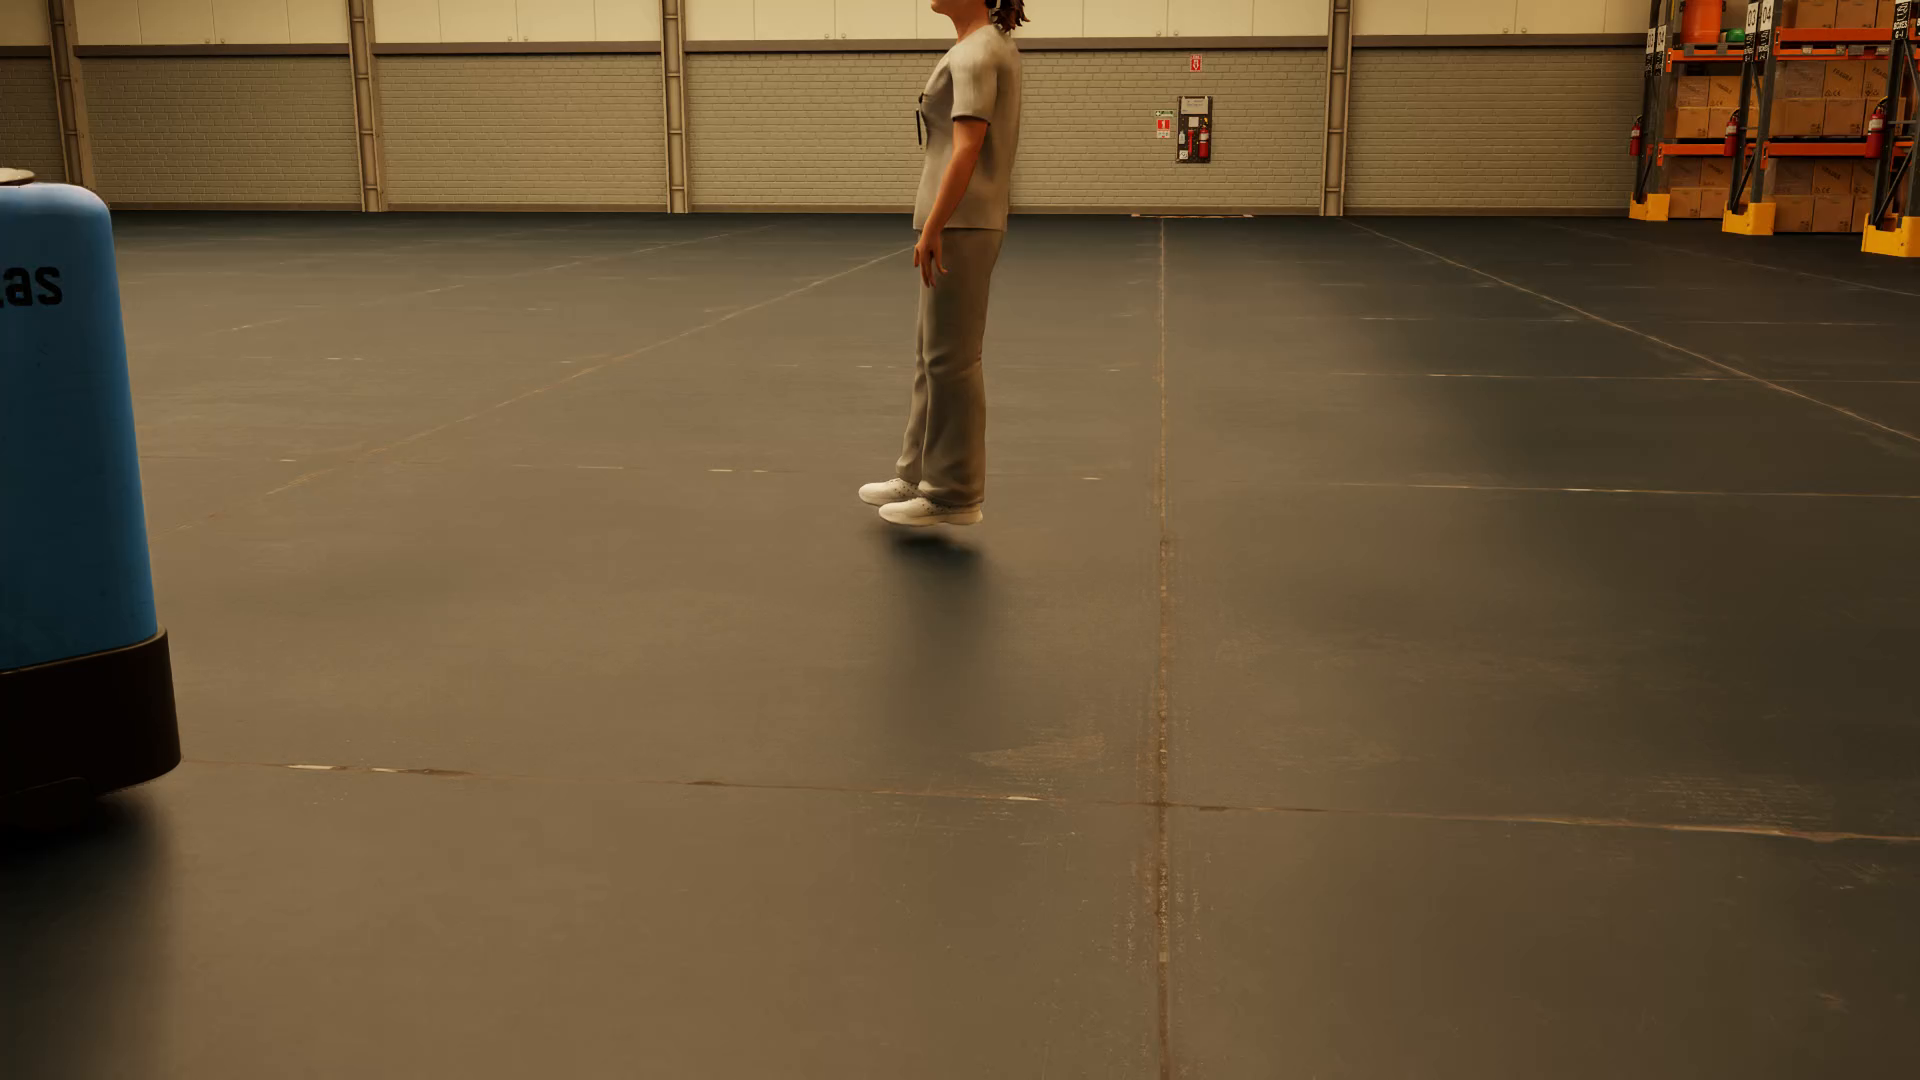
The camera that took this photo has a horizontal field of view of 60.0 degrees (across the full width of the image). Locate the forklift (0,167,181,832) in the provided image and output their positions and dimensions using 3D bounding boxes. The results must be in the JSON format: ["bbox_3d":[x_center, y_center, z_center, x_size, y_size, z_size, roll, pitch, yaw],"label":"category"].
[{"bbox_3d":[-2.756,-0.789,1.885,1.130,2.935,3.031,12,18,42],"label":"forklift"}]

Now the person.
[{"bbox_3d":[-0.071,-0.867,4.766,0.549,1.675,0.550,2,13,7],"label":"person"}]
